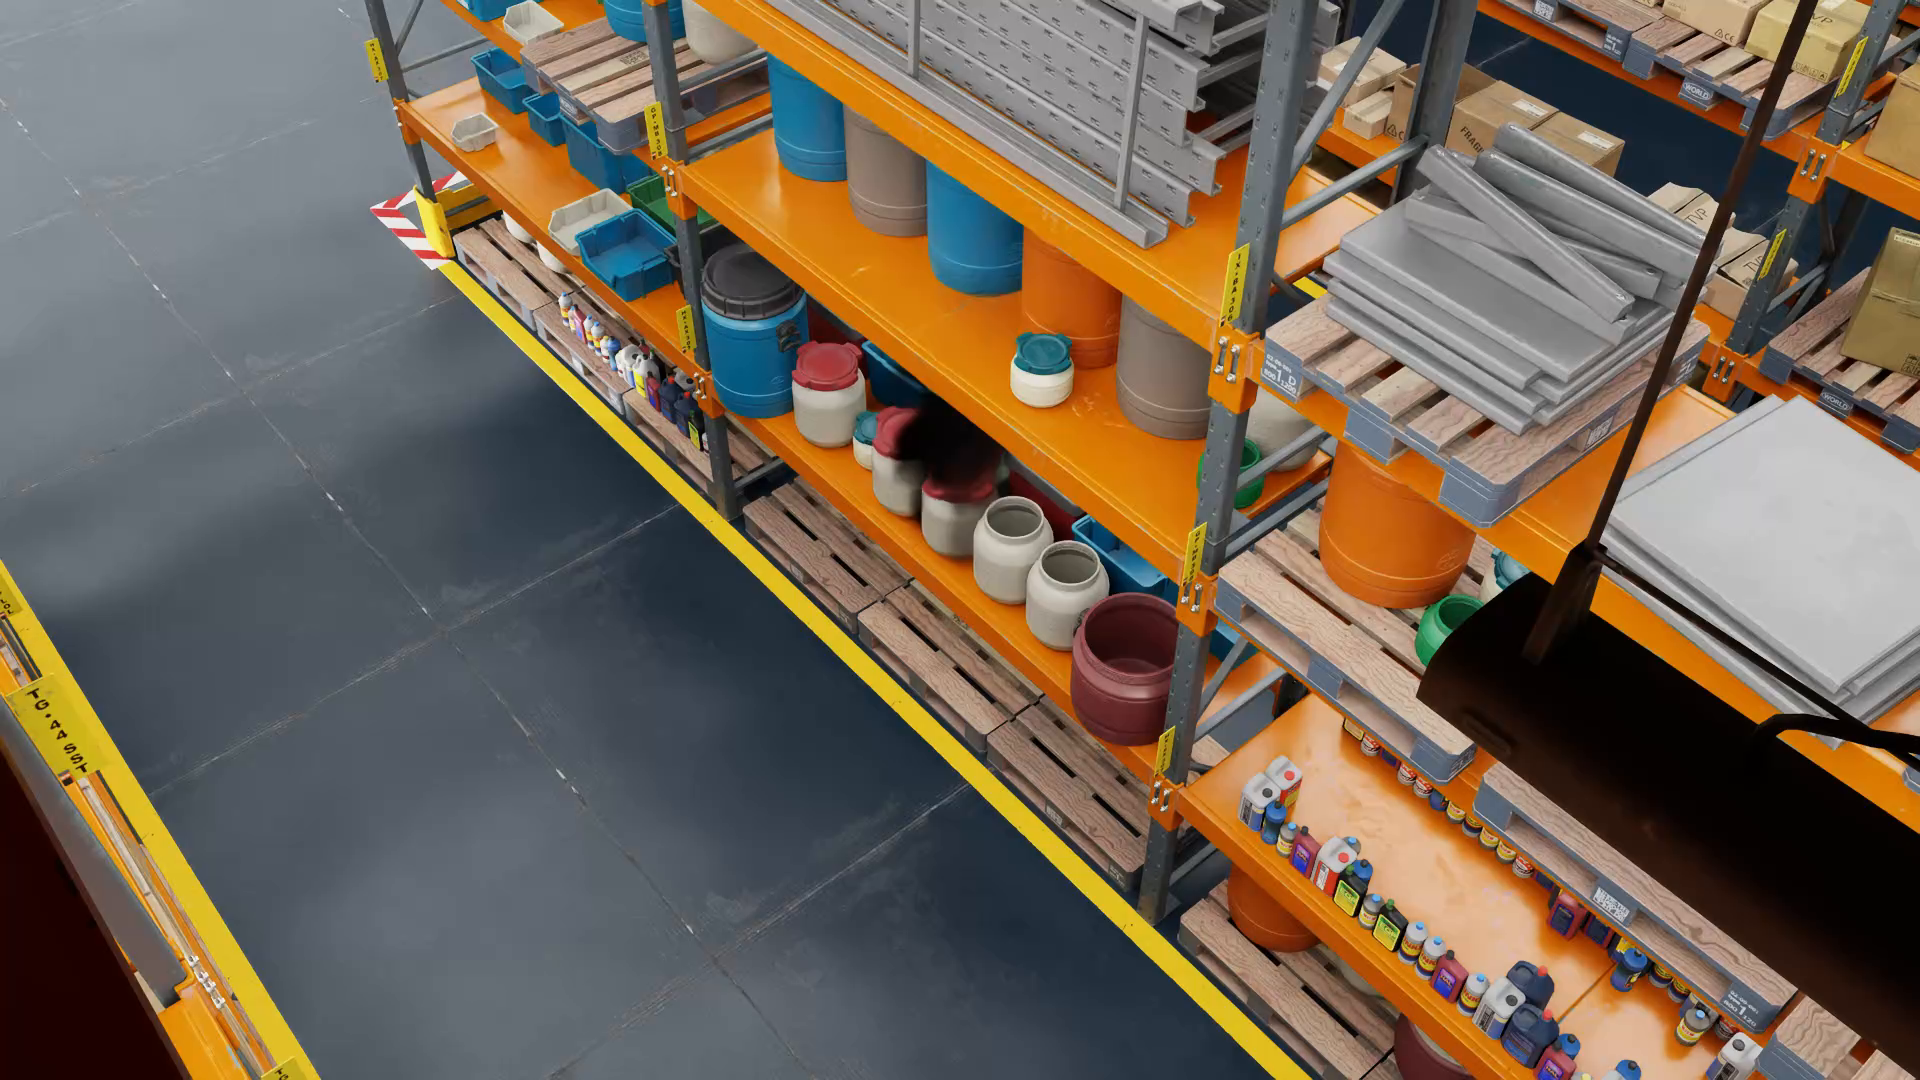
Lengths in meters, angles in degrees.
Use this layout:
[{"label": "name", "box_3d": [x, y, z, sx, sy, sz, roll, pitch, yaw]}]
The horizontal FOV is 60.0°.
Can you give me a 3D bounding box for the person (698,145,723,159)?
[{"label": "person", "box_3d": [-2.248, -3.576, 13.263, 0.604, 1.633, 0.612, 28, 53, 24]}]
